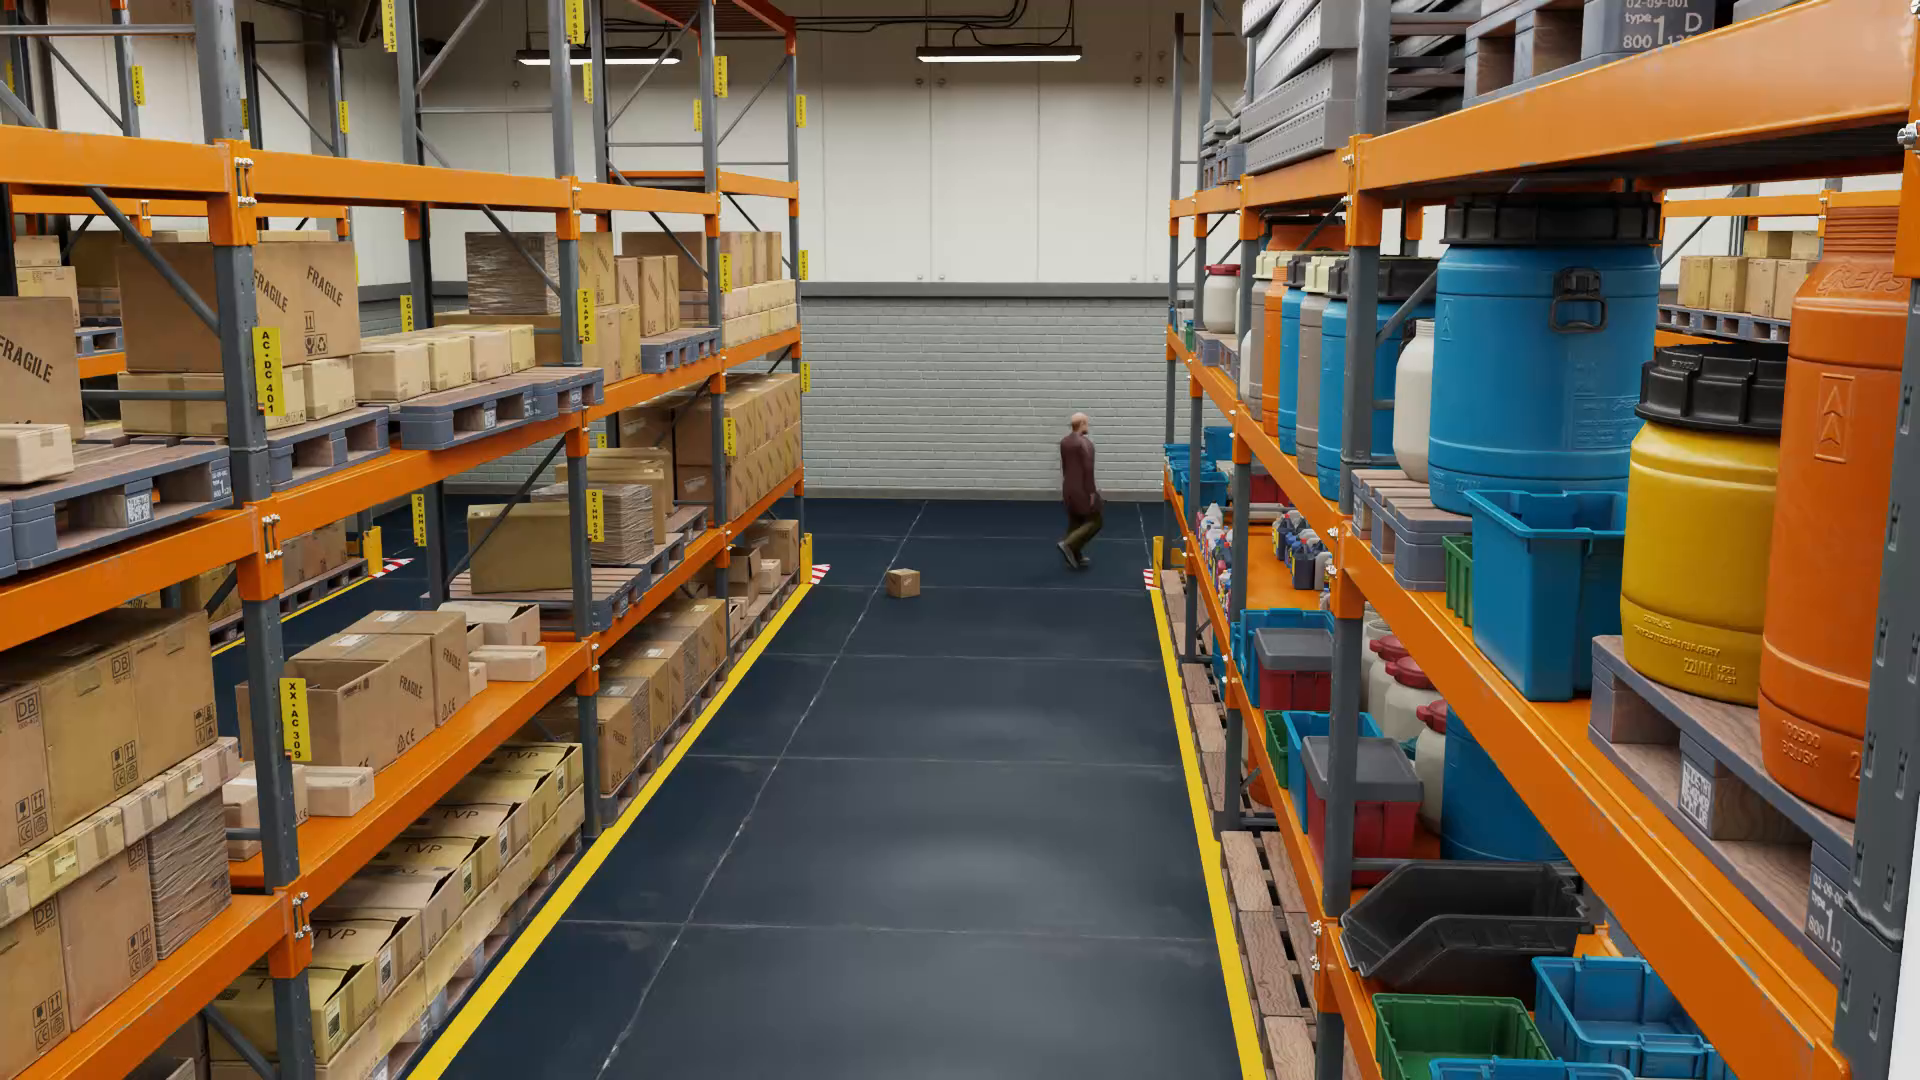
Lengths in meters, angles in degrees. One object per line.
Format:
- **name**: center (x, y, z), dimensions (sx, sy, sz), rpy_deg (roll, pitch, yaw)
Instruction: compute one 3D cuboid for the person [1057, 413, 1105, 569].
- **person**: center (1.311, -0.546, 18.768), dimensions (0.620, 1.769, 0.632), rpy_deg (-7, 13, -33)
